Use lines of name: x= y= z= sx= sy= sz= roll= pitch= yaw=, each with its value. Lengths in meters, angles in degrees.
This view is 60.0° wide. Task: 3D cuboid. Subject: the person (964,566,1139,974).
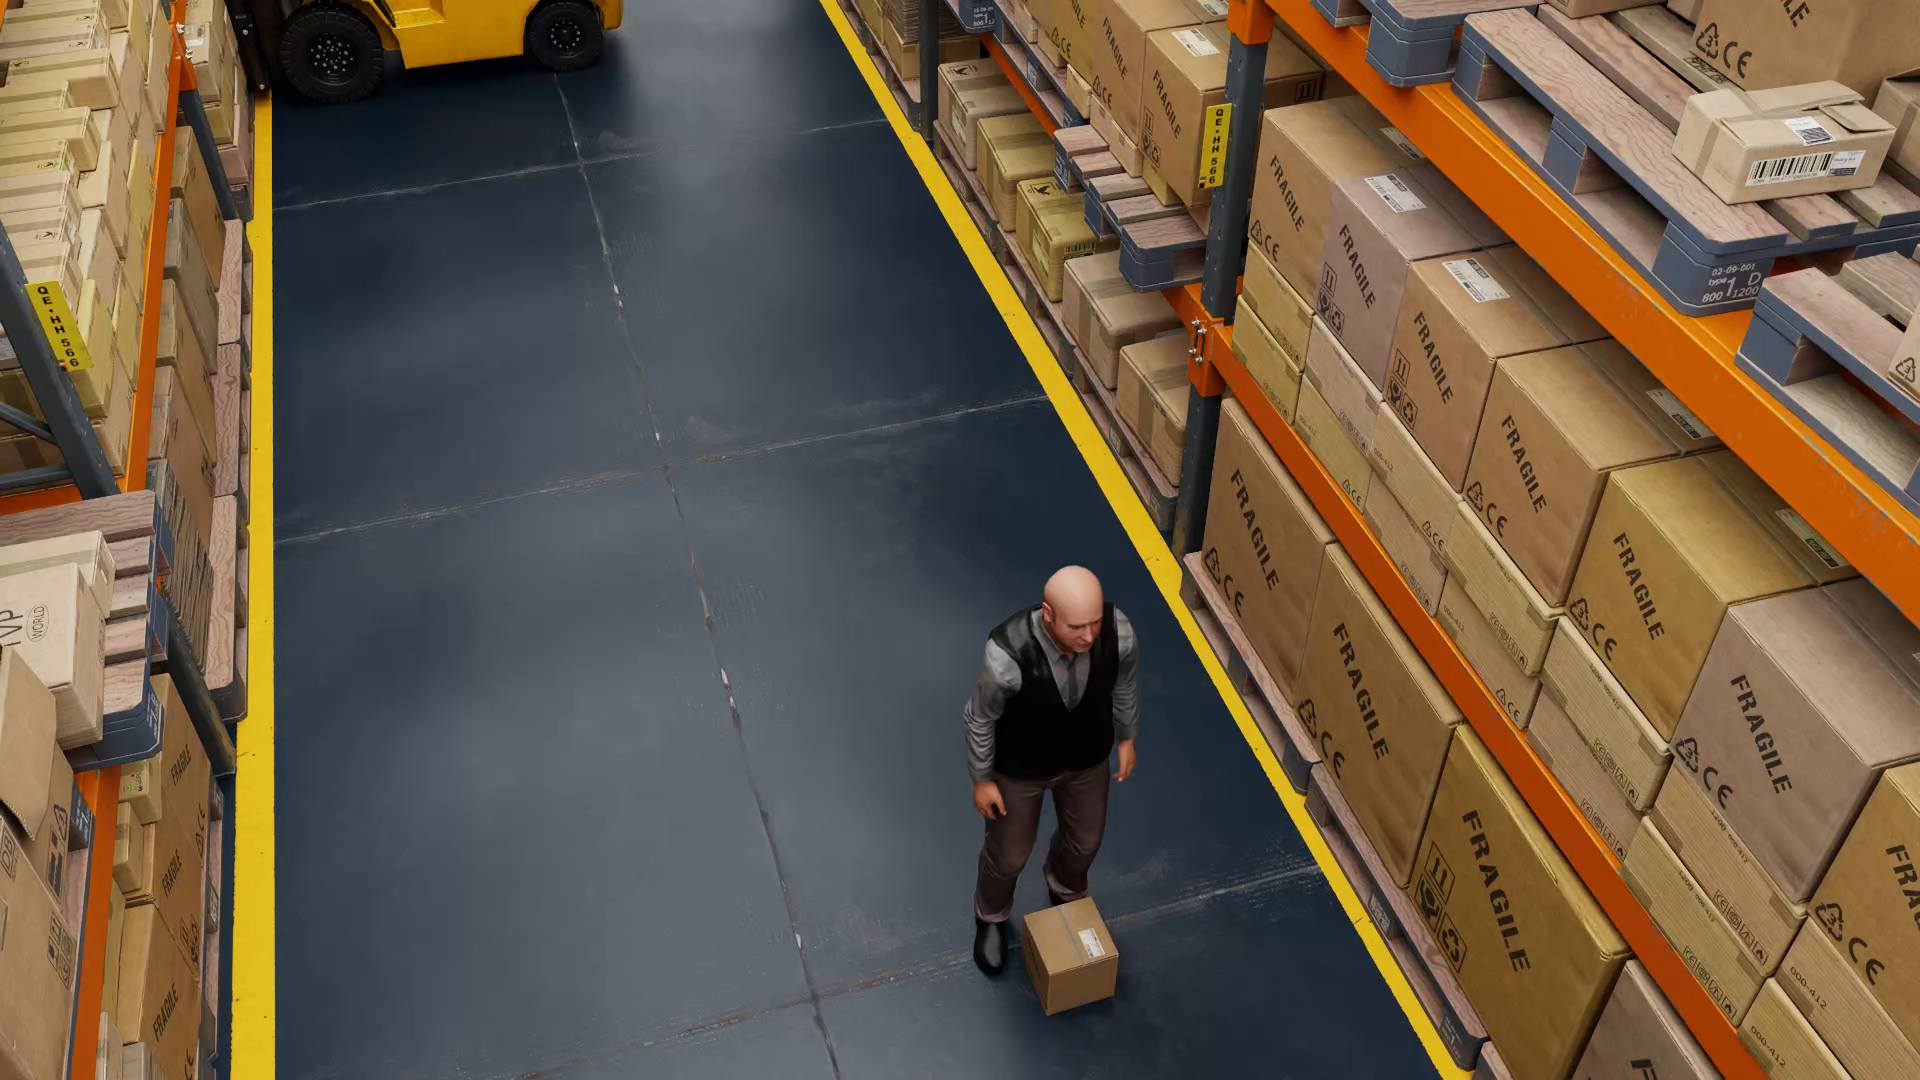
person: x=0.290 y=0.697 z=5.402 sx=0.591 sy=1.722 sz=0.410 roll=-14 pitch=44 yaw=-15
